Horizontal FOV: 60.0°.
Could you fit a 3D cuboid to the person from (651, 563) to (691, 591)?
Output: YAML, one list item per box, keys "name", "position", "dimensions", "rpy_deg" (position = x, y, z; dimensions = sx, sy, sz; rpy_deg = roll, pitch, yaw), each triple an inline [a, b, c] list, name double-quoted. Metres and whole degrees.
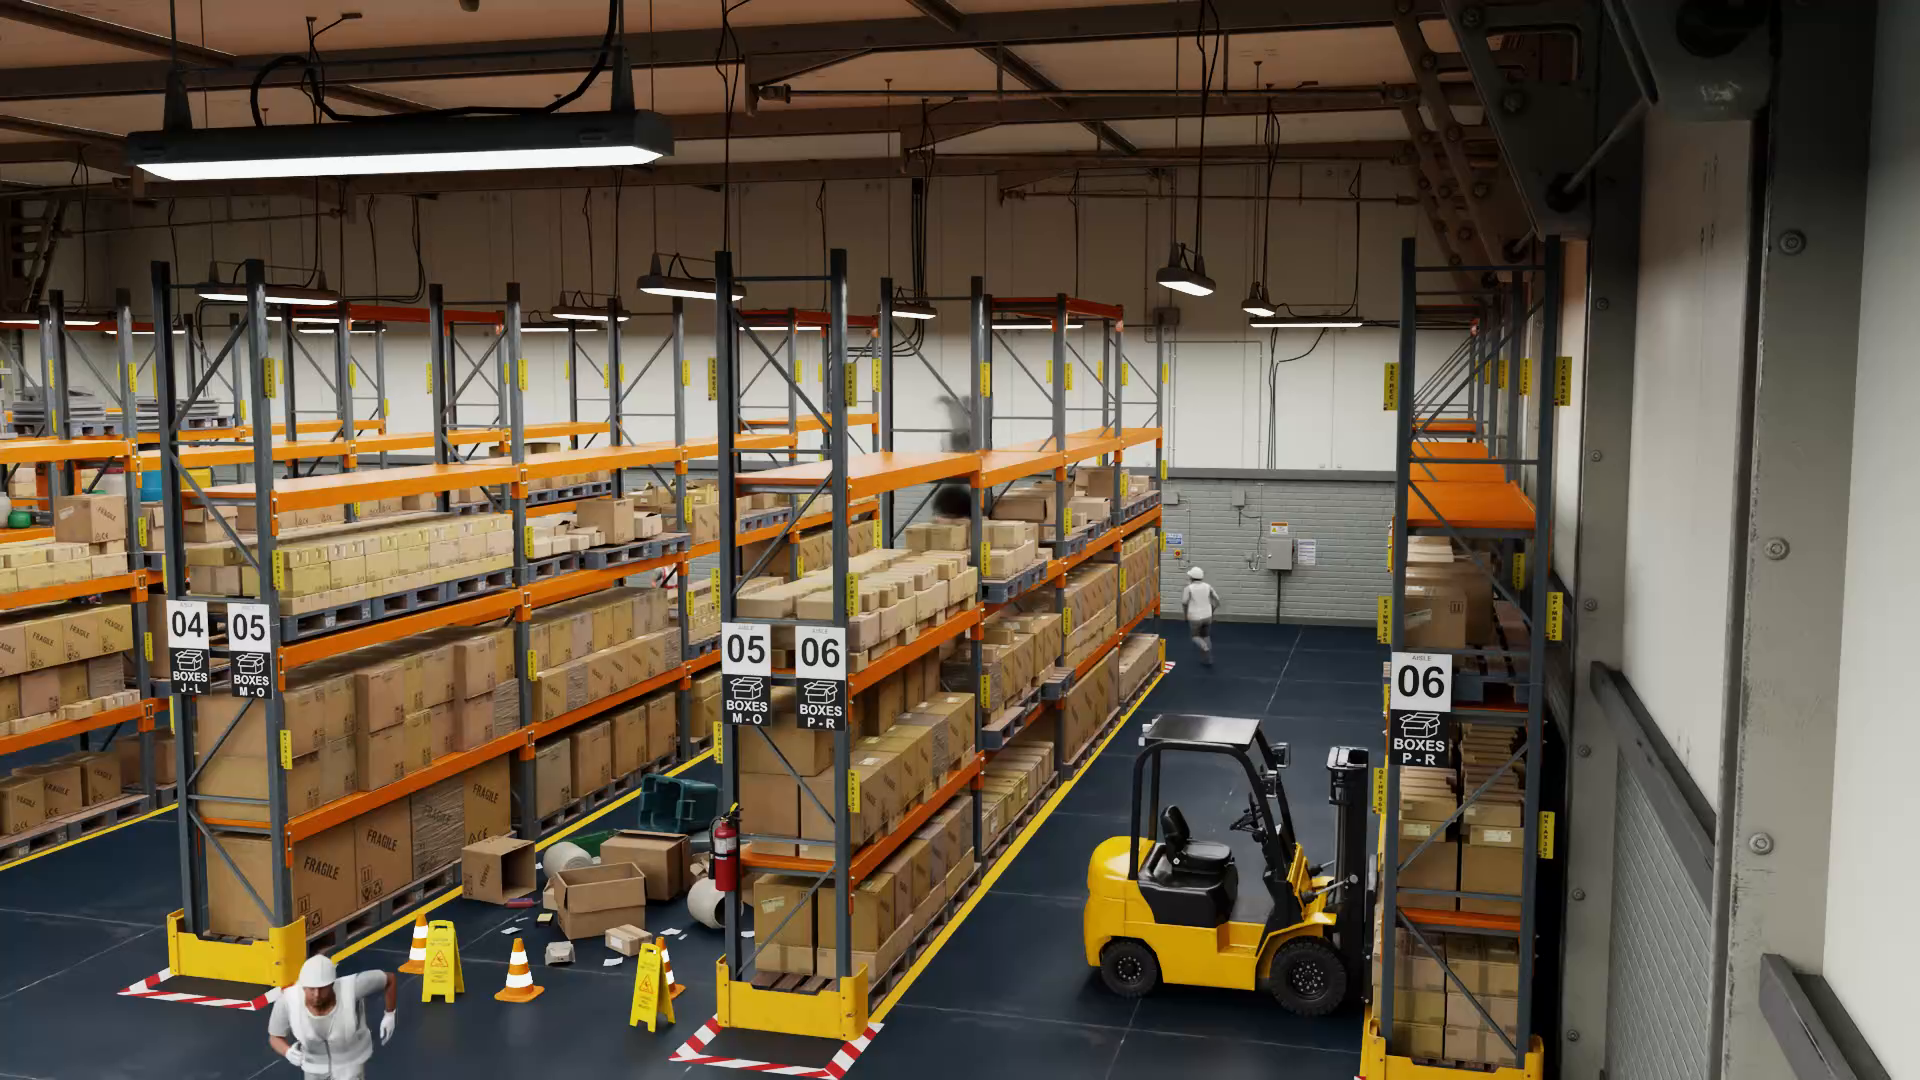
- name: "person"
  position: [-5.318, 1.041, 30.939]
  dimensions: [0.723, 1.730, 0.544]
  rpy_deg: [-4, 7, -32]

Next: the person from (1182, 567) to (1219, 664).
- name: "person"
  position: [4.103, 1.314, 28.502]
  dimensions: [0.700, 1.717, 0.551]
  rpy_deg: [-2, 6, -14]

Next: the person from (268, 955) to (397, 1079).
- name: "person"
  position: [-3.846, 3.282, 10.278]
  dimensions: [0.726, 1.702, 0.999]
  rpy_deg: [-1, 6, -10]
